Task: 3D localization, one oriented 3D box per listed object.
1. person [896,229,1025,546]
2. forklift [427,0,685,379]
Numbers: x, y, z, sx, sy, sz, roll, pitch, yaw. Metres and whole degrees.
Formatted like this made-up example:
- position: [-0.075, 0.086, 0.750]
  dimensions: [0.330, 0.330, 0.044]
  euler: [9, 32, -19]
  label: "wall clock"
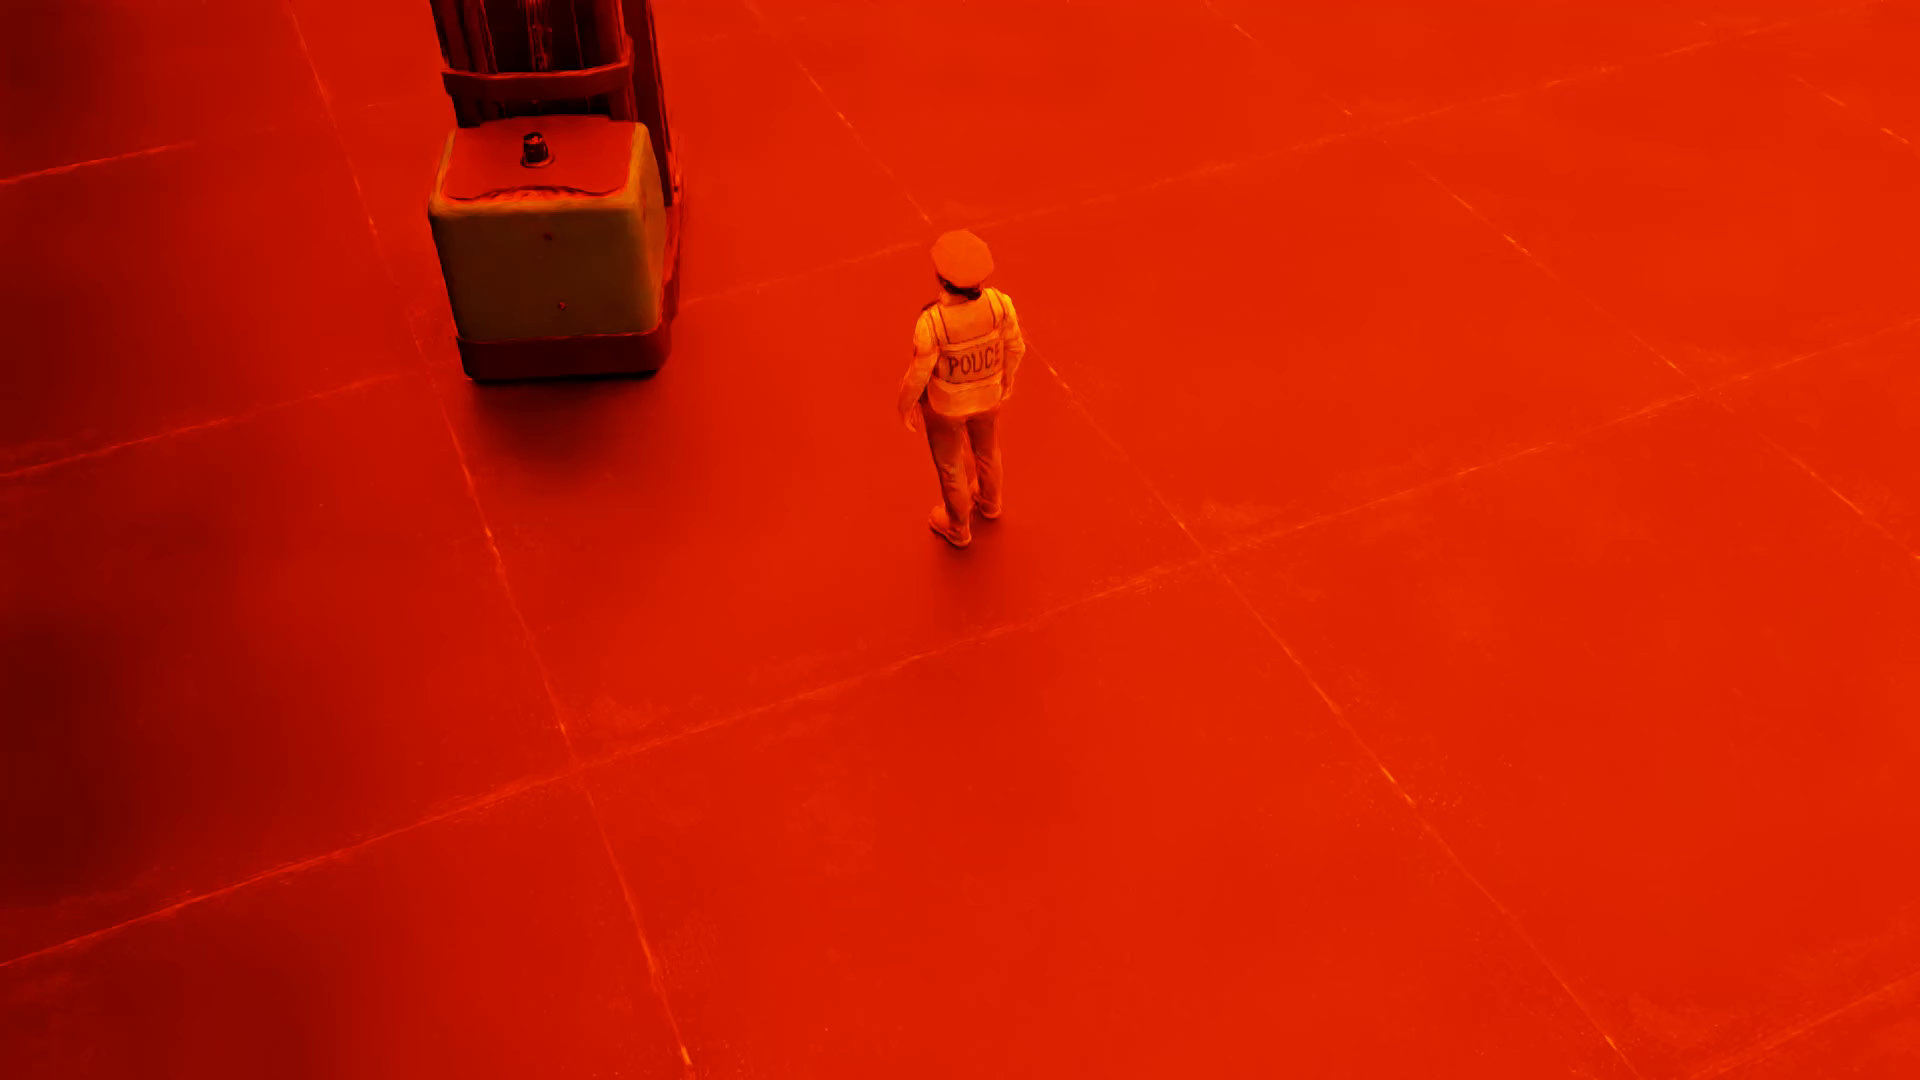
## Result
- position: [-0.022, -0.669, 7.292]
  dimensions: [0.586, 1.695, 0.533]
  euler: [-18, 46, -18]
  label: "person"
- position: [-2.185, -2.904, 8.792]
  dimensions: [1.130, 2.935, 3.031]
  euler: [-3, 43, -4]
  label: "forklift"
